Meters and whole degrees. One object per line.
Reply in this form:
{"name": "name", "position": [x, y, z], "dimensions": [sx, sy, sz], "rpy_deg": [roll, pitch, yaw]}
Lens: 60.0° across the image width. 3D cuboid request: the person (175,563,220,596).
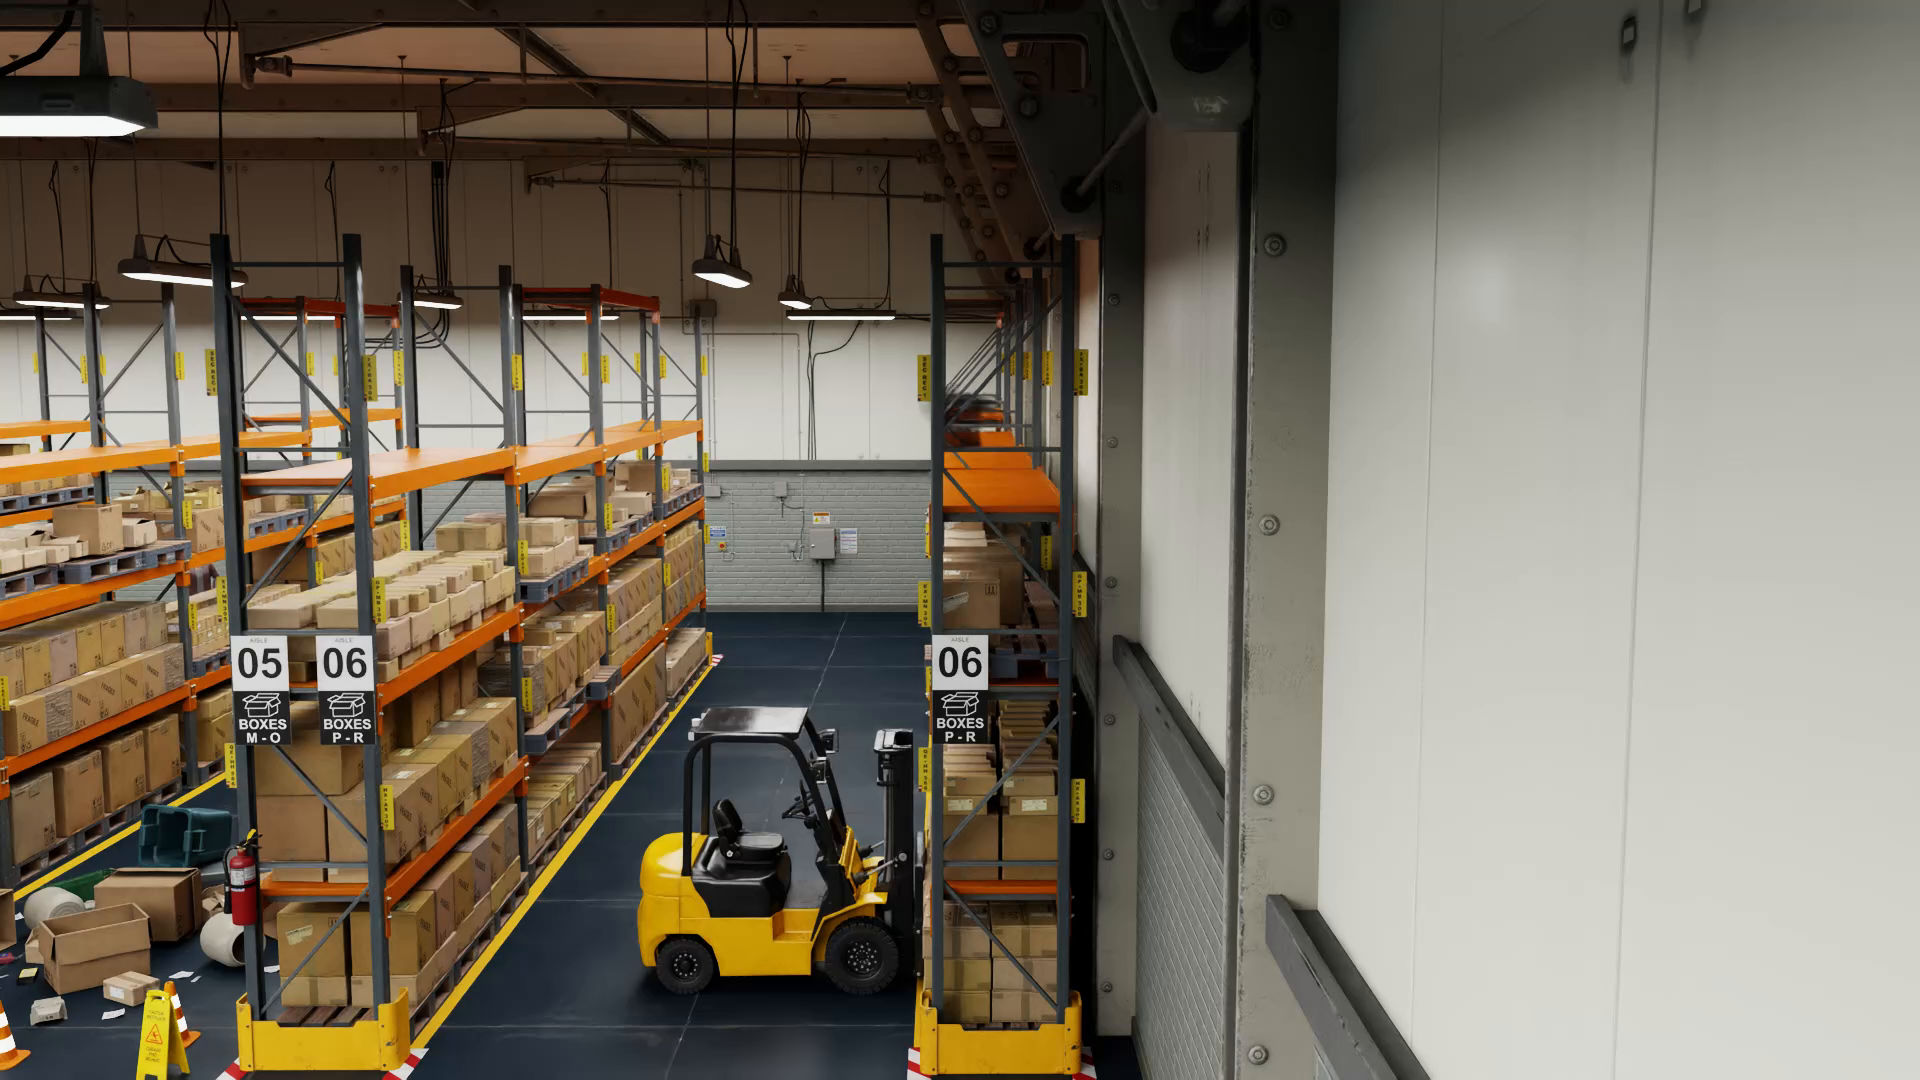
{"name": "person", "position": [-13.509, 1.049, 29.544], "dimensions": [0.740, 1.746, 0.566], "rpy_deg": [-4, 8, -34]}
